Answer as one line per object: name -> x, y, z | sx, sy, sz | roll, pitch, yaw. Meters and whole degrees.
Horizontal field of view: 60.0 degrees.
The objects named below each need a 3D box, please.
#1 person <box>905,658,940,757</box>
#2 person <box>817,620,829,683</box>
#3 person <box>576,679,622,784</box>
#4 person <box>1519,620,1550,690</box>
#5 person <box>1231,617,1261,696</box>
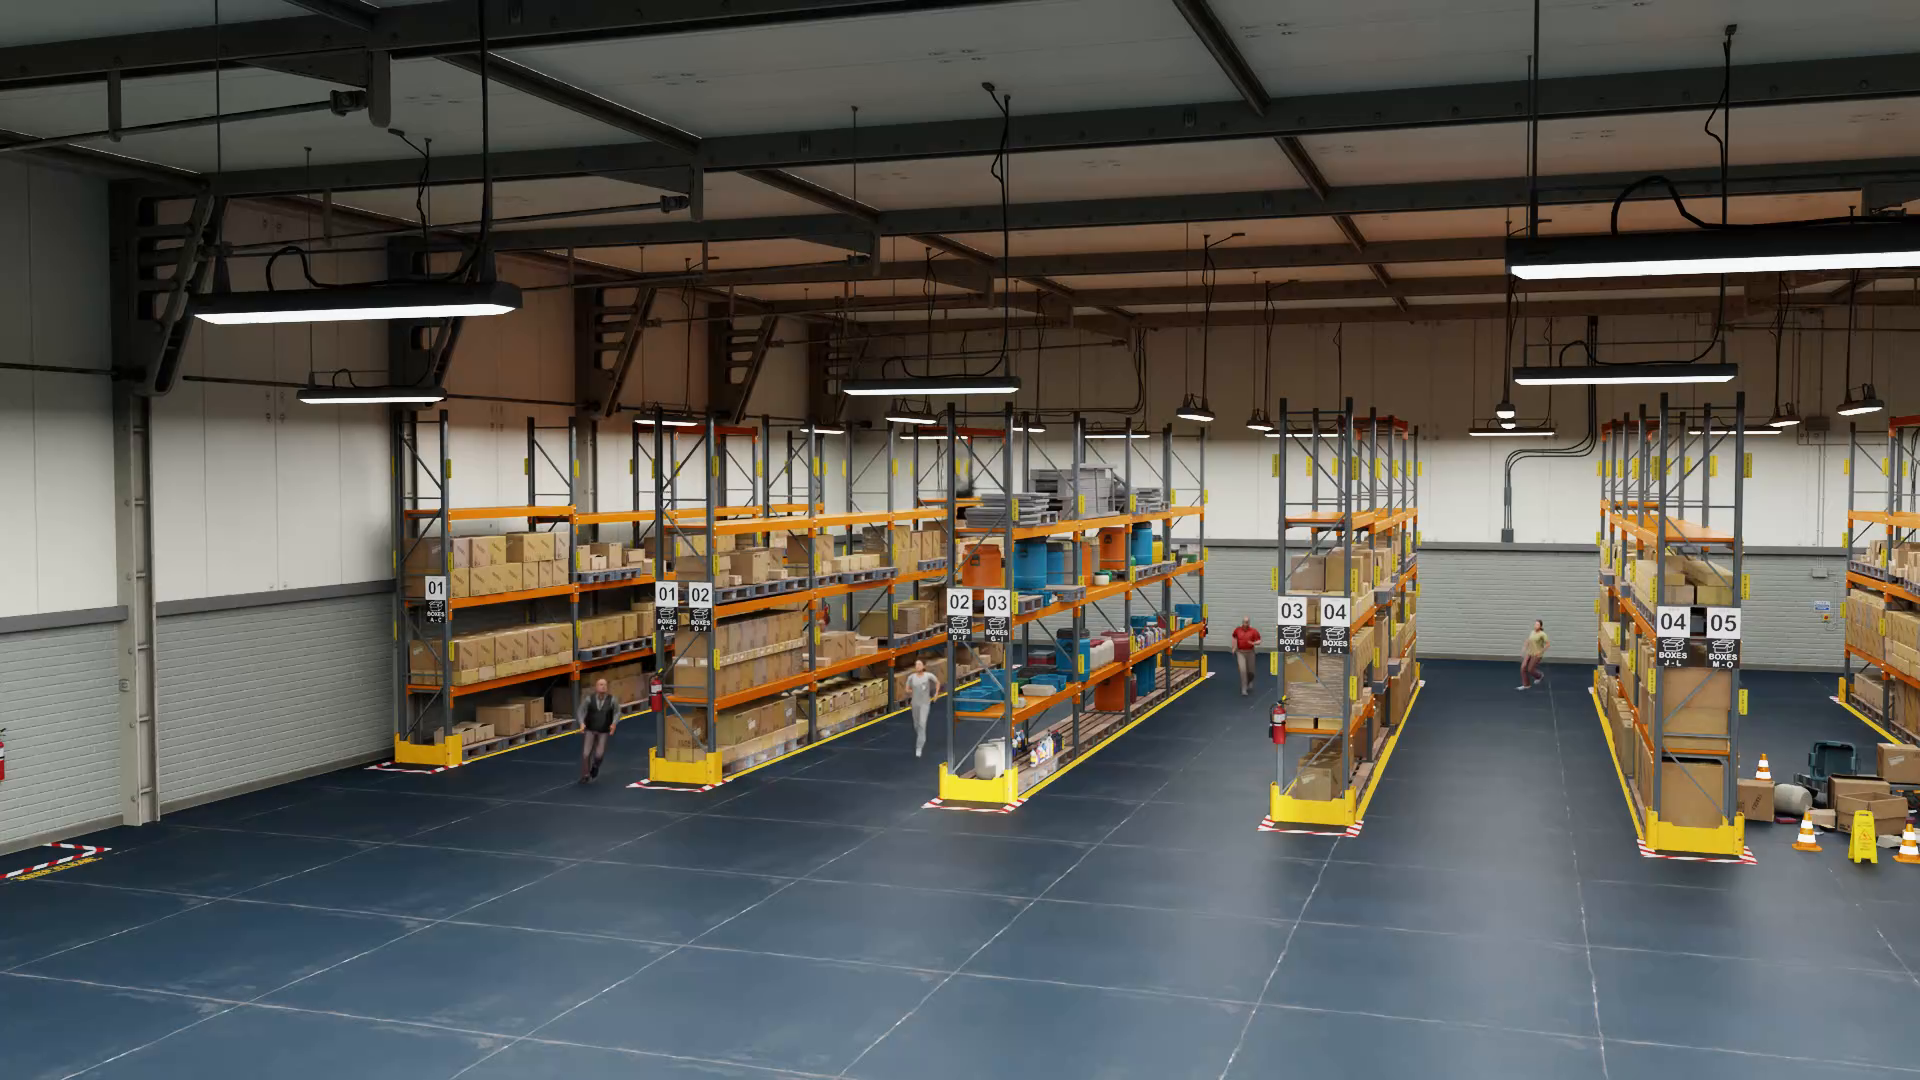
person -> -0.690, 2.898, 29.143 | 0.575, 1.646, 1.021 | 1, 3, 13
person -> -2.997, 2.590, 36.255 | 0.695, 1.727, 0.673 | 0, 2, 10
person -> -5.744, 3.042, 26.445 | 0.709, 1.657, 0.525 | 0, 2, -8
person -> 13.046, 2.595, 37.622 | 0.590, 1.614, 0.620 | -1, 3, -31
person -> 6.343, 2.547, 36.850 | 0.665, 1.708, 0.939 | 0, 2, 11
